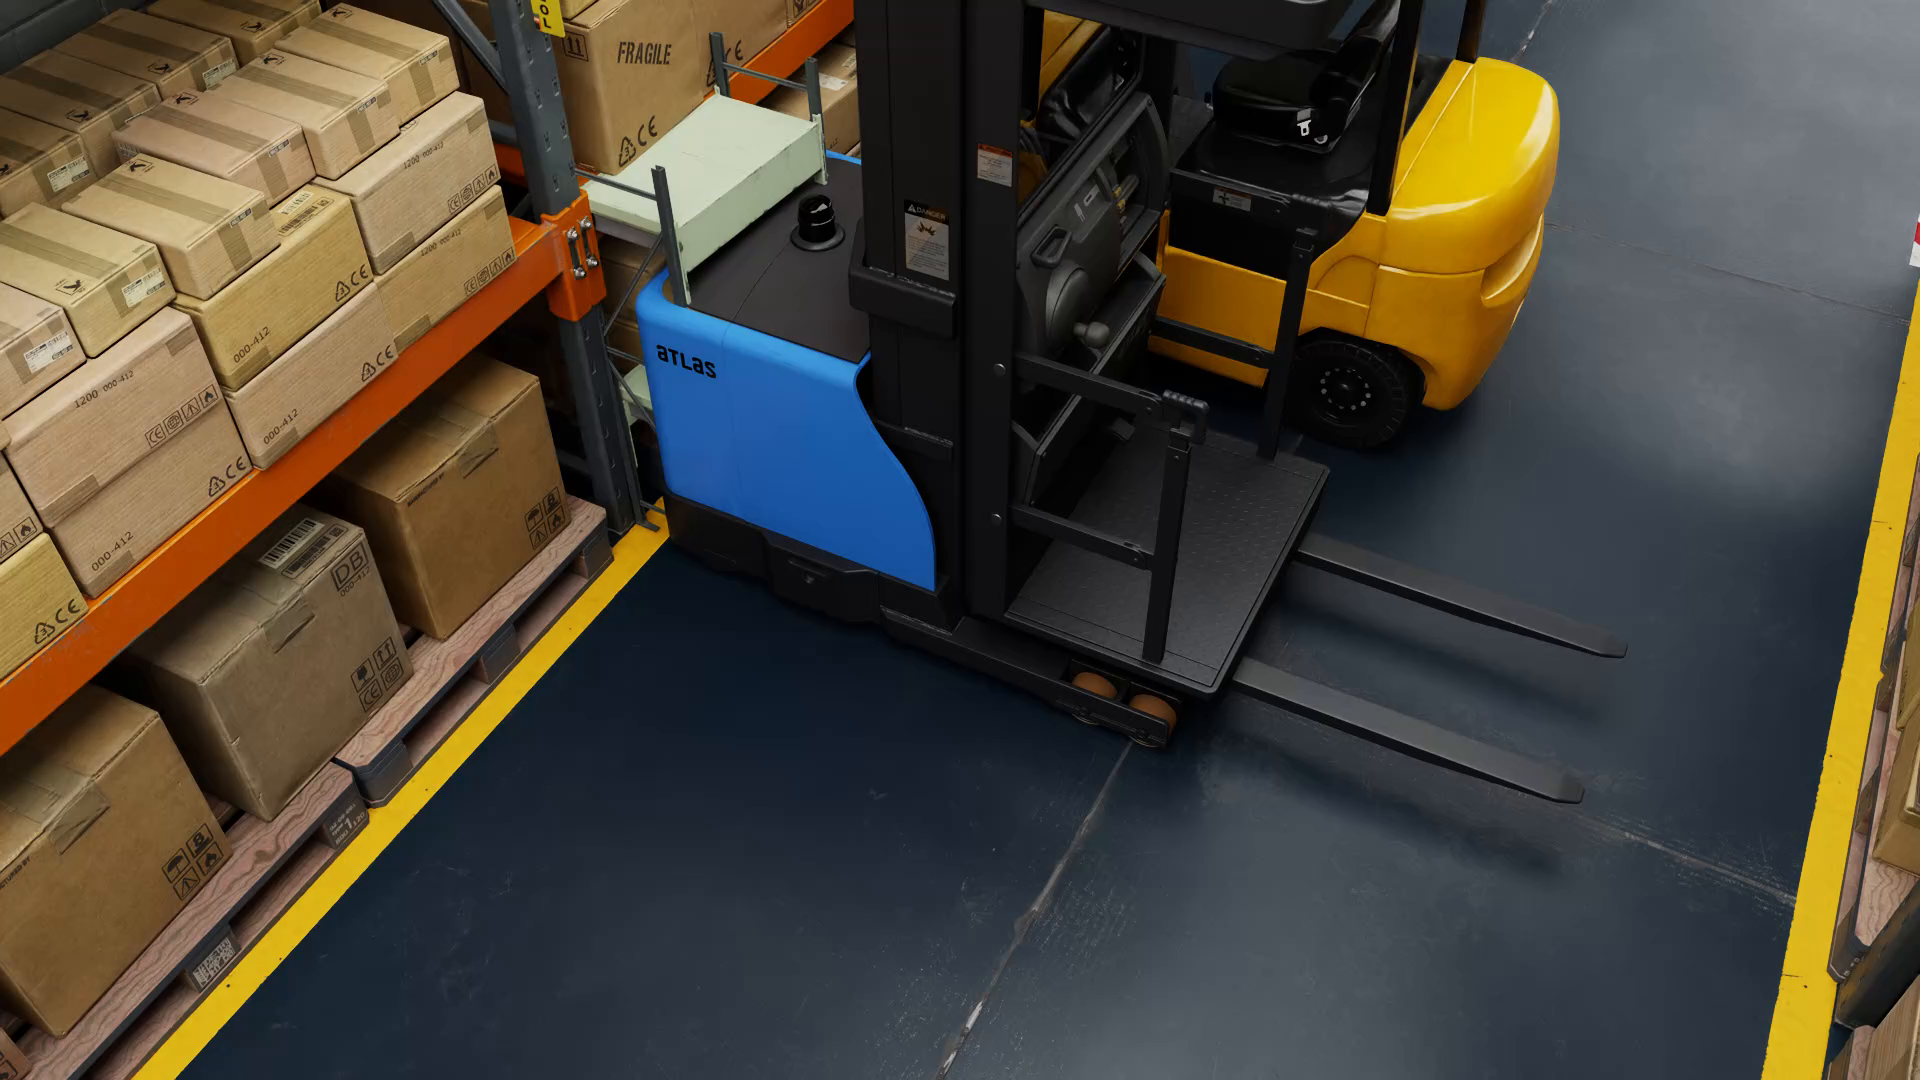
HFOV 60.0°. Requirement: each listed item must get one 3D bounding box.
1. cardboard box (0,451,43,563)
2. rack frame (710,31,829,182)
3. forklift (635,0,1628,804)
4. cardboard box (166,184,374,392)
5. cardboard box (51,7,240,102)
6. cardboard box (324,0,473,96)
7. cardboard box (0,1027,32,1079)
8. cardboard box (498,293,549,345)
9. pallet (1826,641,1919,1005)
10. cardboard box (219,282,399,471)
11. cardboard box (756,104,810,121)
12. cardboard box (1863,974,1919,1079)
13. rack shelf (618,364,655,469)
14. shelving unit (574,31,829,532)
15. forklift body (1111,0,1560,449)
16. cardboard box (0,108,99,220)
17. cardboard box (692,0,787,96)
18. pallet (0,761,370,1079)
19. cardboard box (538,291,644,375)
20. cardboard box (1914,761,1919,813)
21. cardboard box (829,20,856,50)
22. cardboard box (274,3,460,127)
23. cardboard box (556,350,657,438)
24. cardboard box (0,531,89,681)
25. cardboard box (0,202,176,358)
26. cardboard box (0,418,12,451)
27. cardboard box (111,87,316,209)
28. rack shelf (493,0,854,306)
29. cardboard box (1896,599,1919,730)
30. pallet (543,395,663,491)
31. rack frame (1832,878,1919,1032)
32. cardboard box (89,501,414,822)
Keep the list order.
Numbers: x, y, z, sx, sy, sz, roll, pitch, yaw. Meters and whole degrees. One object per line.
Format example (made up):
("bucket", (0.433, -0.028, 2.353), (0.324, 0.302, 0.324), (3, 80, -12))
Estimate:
("cardboard box", (-2.311, -0.037, 3.431), (0.500, 0.250, 0.500), (21, 49, 20))
("rack frame", (-0.588, -0.977, 5.653), (0.400, 1.500, 0.023), (22, 48, 24))
("forklift", (0.556, -0.829, 4.508), (3.031, 2.935, 1.130), (20, 49, 19))
("cardboard box", (-1.817, -0.668, 4.056), (0.500, 0.250, 0.500), (19, 48, 18))
("cardboard box", (-2.108, -1.227, 4.327), (0.380, 0.149, 0.250), (19, 48, 18))
("cardboard box", (-1.614, -1.673, 5.224), (0.500, 0.500, 0.500), (20, 49, 19))
("cardboard box", (-2.842, 1.139, 3.890), (0.875, 0.625, 0.625), (22, 49, 20))
("cardboard box", (-1.539, -0.997, 5.913), (0.500, 0.250, 0.500), (19, 48, 18))
("pallet", (3.095, 0.916, 4.696), (1.003, 0.211, 1.213), (20, 49, 19))
("cardboard box", (-1.814, -0.491, 4.231), (0.500, 0.250, 0.500), (20, 49, 19))
("cardboard box", (-0.835, -1.318, 5.879), (0.500, 0.250, 0.500), (21, 49, 19))
("cardboard box", (2.573, 1.478, 3.732), (0.950, 0.372, 0.625), (21, 49, 20))
("rack shelf", (-0.771, -0.522, 5.649), (0.431, 0.370, 0.720), (22, 48, 24))
("shelving unit", (-0.781, -0.762, 5.428), (0.431, 1.500, 0.755), (22, 48, 24))
("forklift body", (1.009, -1.690, 5.908), (2.313, 2.155, 1.214), (20, 49, 19))
("cardboard box", (-2.325, -0.902, 4.006), (0.380, 0.149, 0.250), (20, 49, 19))
("cardboard box", (-0.919, -1.828, 5.377), (0.500, 0.500, 0.500), (21, 49, 20))
("pallet", (-2.456, 0.963, 4.650), (1.003, 0.211, 1.213), (20, 49, 19))
("cardboard box", (-1.086, -0.825, 5.743), (0.500, 0.250, 0.500), (20, 49, 19))
("cardboard box", (2.852, 0.465, 4.292), (0.500, 0.500, 0.500), (20, 49, 19))
("cardboard box", (-0.363, -1.963, 6.517), (0.500, 0.250, 0.500), (20, 49, 18))
("cardboard box", (-1.545, -1.240, 4.341), (0.380, 0.149, 0.250), (22, 49, 20))
("cardboard box", (-1.066, -0.642, 5.914), (0.500, 0.250, 0.500), (21, 49, 19))
("cardboard box", (-2.305, 0.140, 3.608), (0.500, 0.250, 0.500), (22, 49, 20))
("cardboard box", (-1.991, -0.581, 3.689), (0.380, 0.149, 0.250), (19, 48, 18))
("cardboard box", (-2.167, -0.233, 3.345), (0.380, 0.149, 0.250), (19, 48, 18))
("cardboard box", (-1.809, -0.935, 4.039), (0.380, 0.149, 0.250), (20, 49, 19))
("rack shelf", (-0.655, -2.273, 6.393), (1.077, 0.370, 4.000), (20, 49, 19))
("cardboard box", (3.089, 0.390, 4.894), (0.500, 0.250, 0.500), (19, 48, 18))
("pallet", (-1.177, -0.773, 6.365), (1.003, 0.211, 1.213), (20, 49, 19))
("rack frame", (2.815, 0.371, 3.275), (1.000, 3.000, 0.127), (20, 49, 19))
("cardboard box", (-2.183, 0.240, 4.778), (0.875, 0.625, 0.625), (20, 49, 19))
